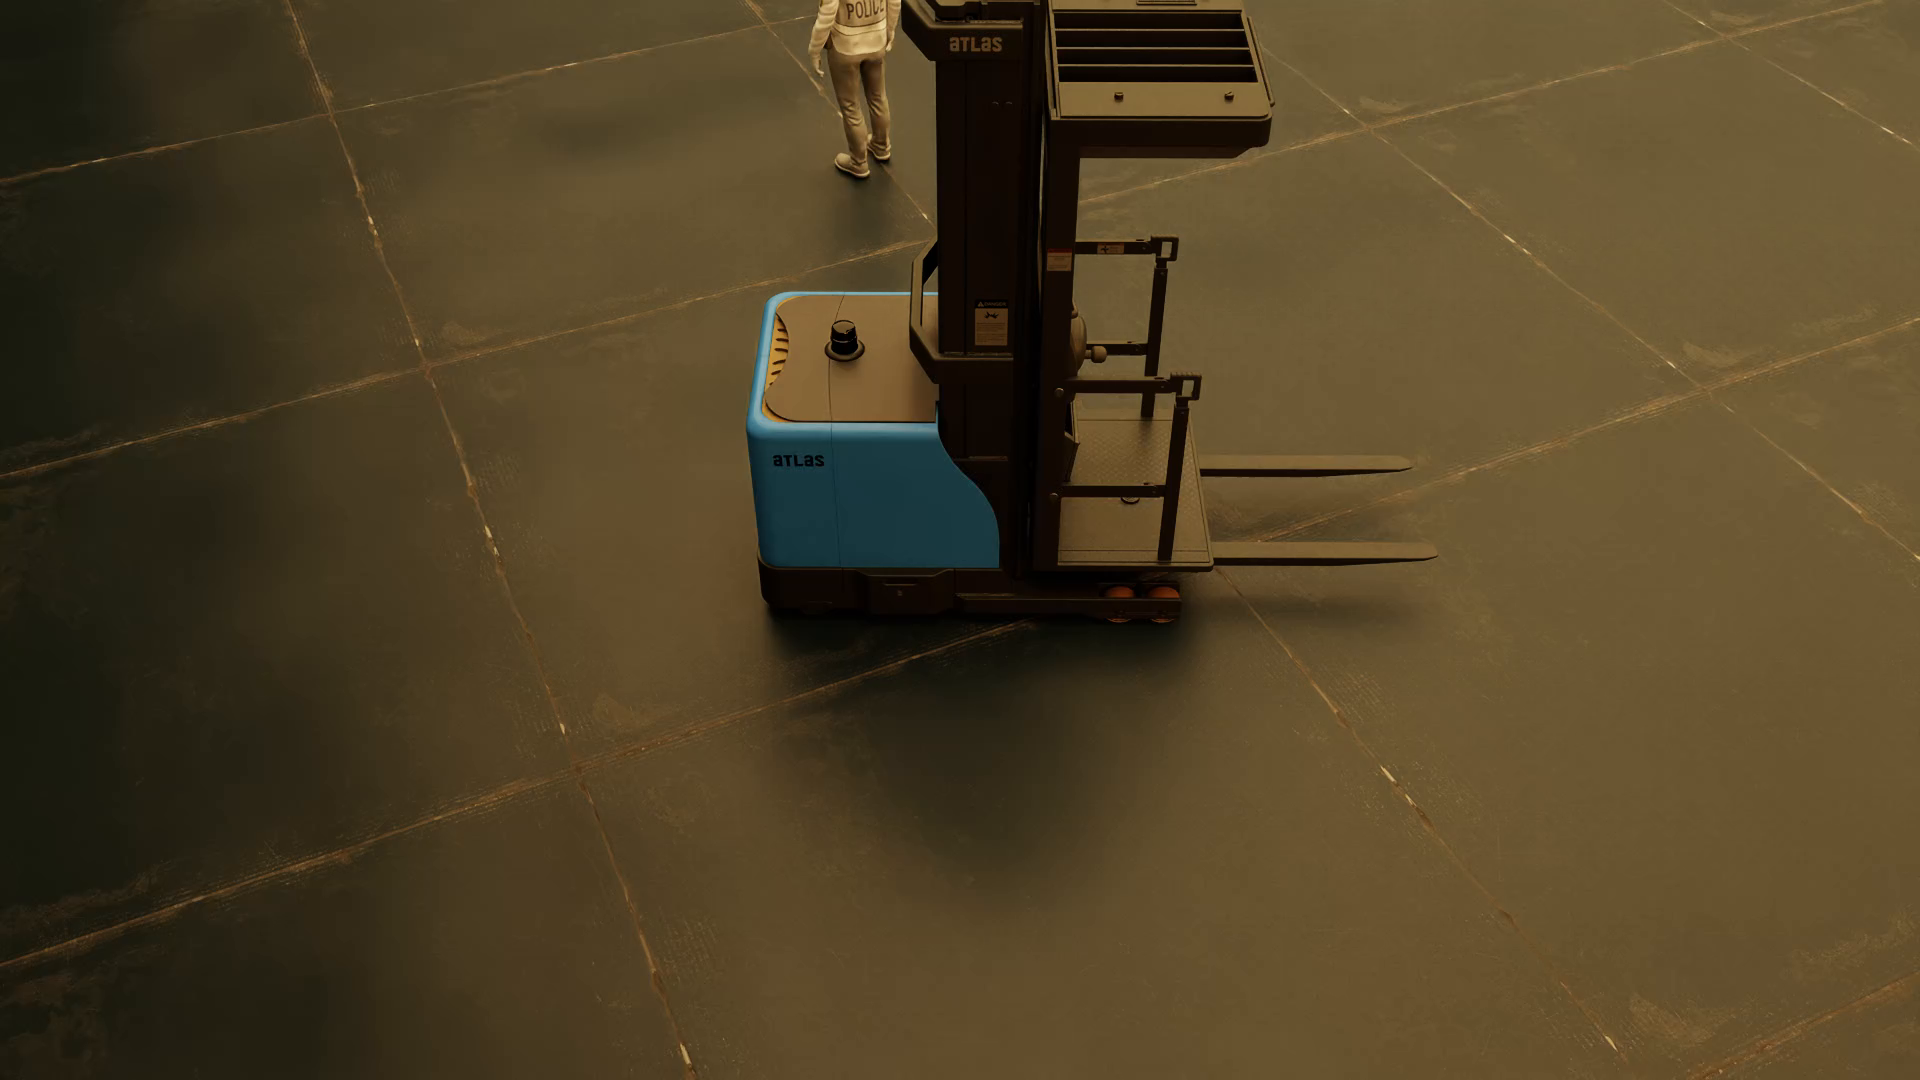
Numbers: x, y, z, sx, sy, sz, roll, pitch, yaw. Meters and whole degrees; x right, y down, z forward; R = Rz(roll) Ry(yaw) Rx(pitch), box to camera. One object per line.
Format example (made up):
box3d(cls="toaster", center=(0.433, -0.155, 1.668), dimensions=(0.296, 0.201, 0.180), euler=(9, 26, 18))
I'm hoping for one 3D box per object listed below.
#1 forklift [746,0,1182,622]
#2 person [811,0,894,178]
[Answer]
box3d(cls="forklift", center=(0.079, -1.048, 6.850), dimensions=(1.939, 2.867, 1.129), euler=(0, 43, 0))
box3d(cls="person", center=(-0.637, -2.904, 9.719), dimensions=(0.569, 1.652, 0.501), euler=(-23, 48, -23))
